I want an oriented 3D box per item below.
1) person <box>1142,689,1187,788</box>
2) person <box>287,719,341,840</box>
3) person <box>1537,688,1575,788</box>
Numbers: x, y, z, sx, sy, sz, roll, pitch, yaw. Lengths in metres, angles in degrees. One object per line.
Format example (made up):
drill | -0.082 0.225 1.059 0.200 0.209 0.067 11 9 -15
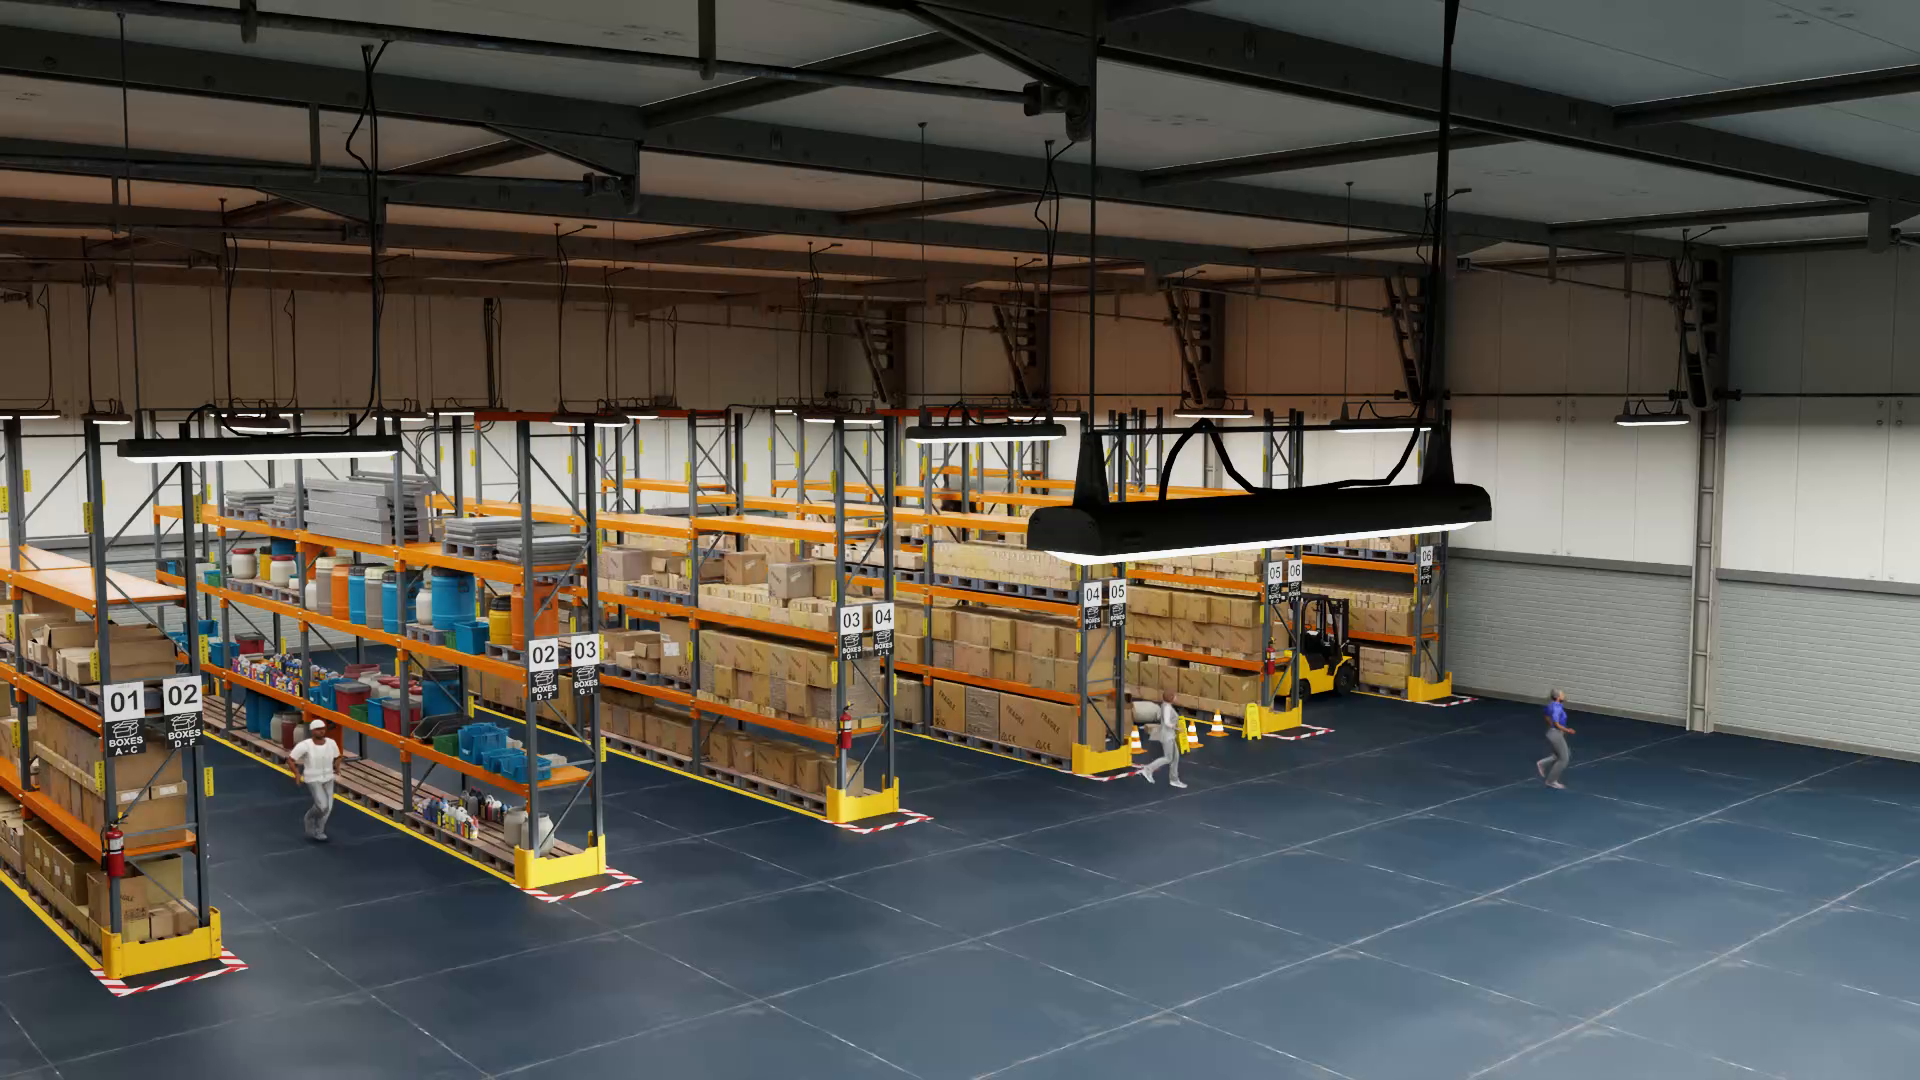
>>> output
person | 3.296 3.195 26.780 0.736 1.605 0.567 0 5 3
person | -9.046 3.400 23.523 0.590 1.724 0.691 4 7 41
person | 9.593 3.186 26.763 0.539 1.617 0.629 1 5 8
